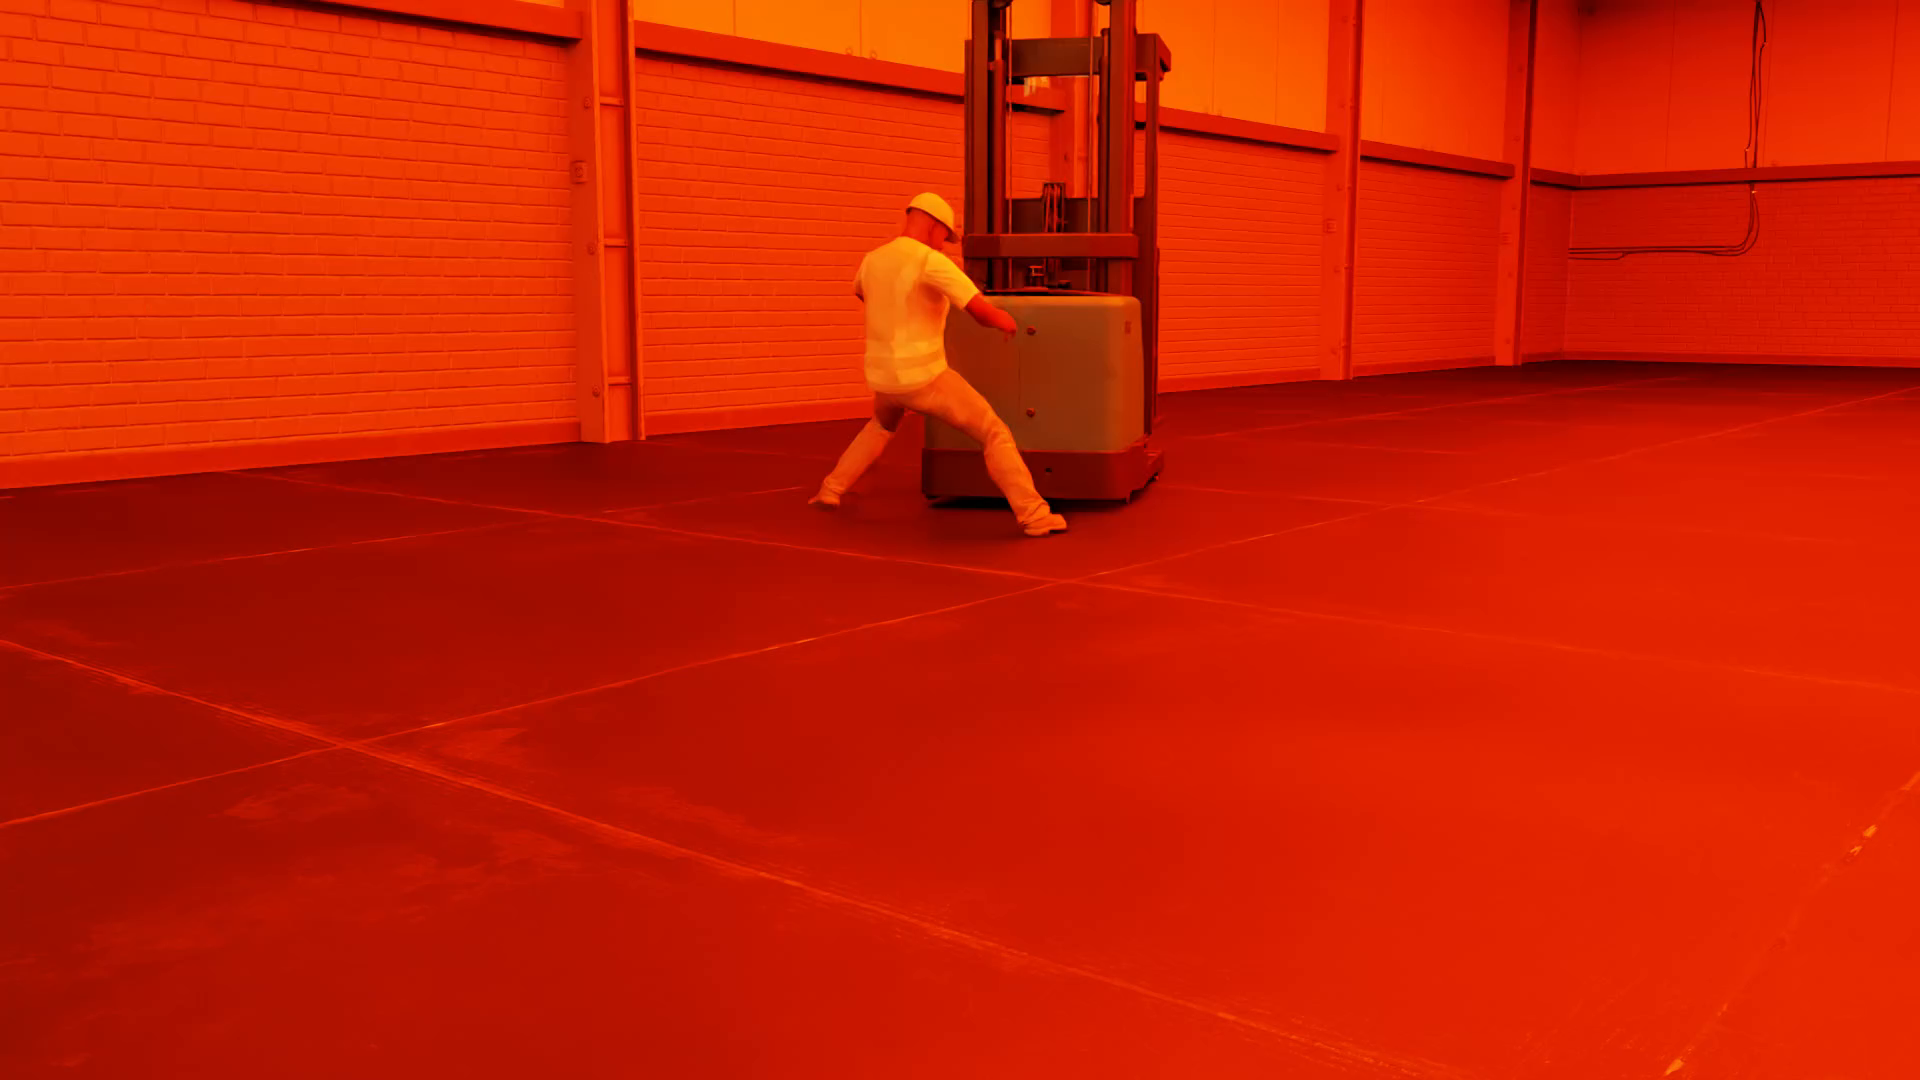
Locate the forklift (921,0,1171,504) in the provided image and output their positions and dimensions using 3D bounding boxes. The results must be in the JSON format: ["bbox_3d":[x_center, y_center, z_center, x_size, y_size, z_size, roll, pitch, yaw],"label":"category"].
[{"bbox_3d":[0.618,-1.805,9.616,1.130,2.935,3.031,2,9,12],"label":"forklift"}]

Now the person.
[{"bbox_3d":[-0.137,-0.838,7.798,0.722,1.543,1.293,-7,11,-41],"label":"person"}]
